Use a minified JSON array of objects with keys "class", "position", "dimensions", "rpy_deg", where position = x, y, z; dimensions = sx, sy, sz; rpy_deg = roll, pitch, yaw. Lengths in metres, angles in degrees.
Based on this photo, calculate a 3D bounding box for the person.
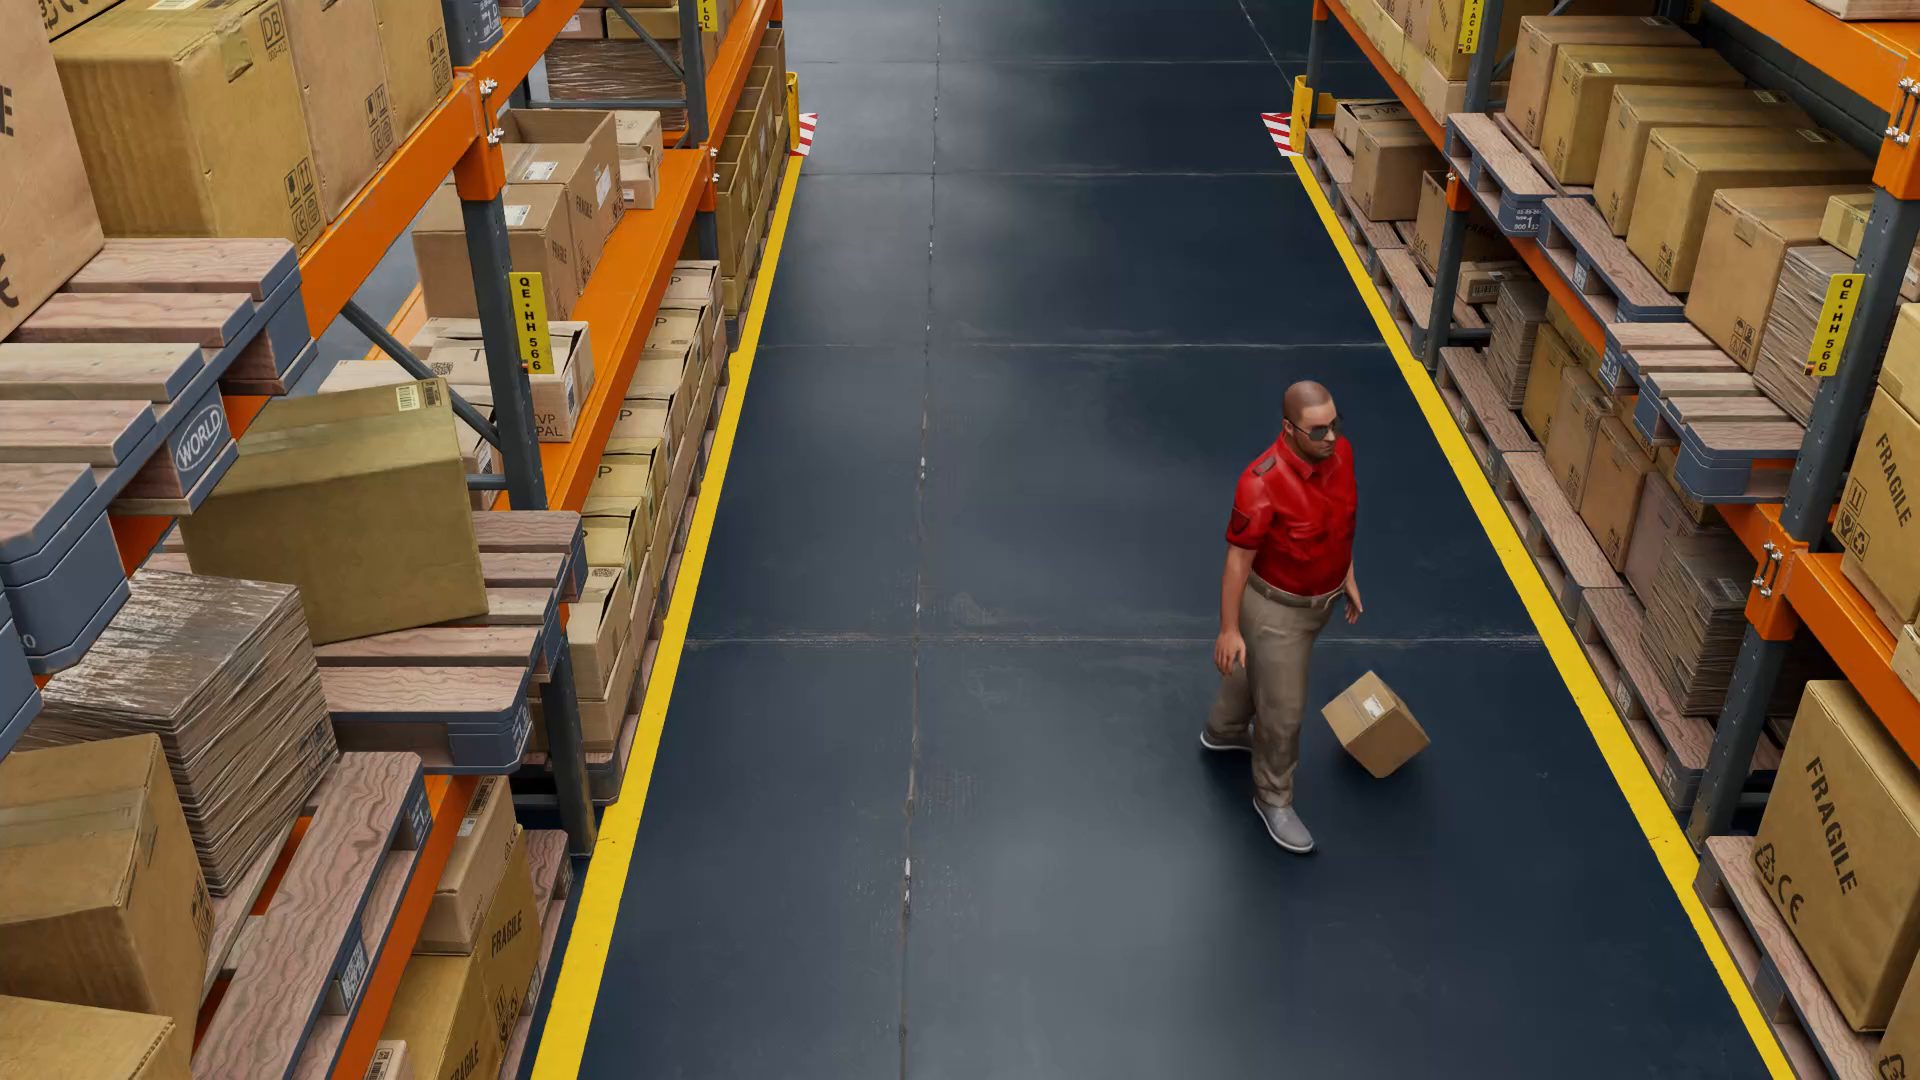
[{"class":"person","position":[1.117,0.220,5.794],"dimensions":[0.657,1.718,0.630],"rpy_deg":[26,40,36]}]
